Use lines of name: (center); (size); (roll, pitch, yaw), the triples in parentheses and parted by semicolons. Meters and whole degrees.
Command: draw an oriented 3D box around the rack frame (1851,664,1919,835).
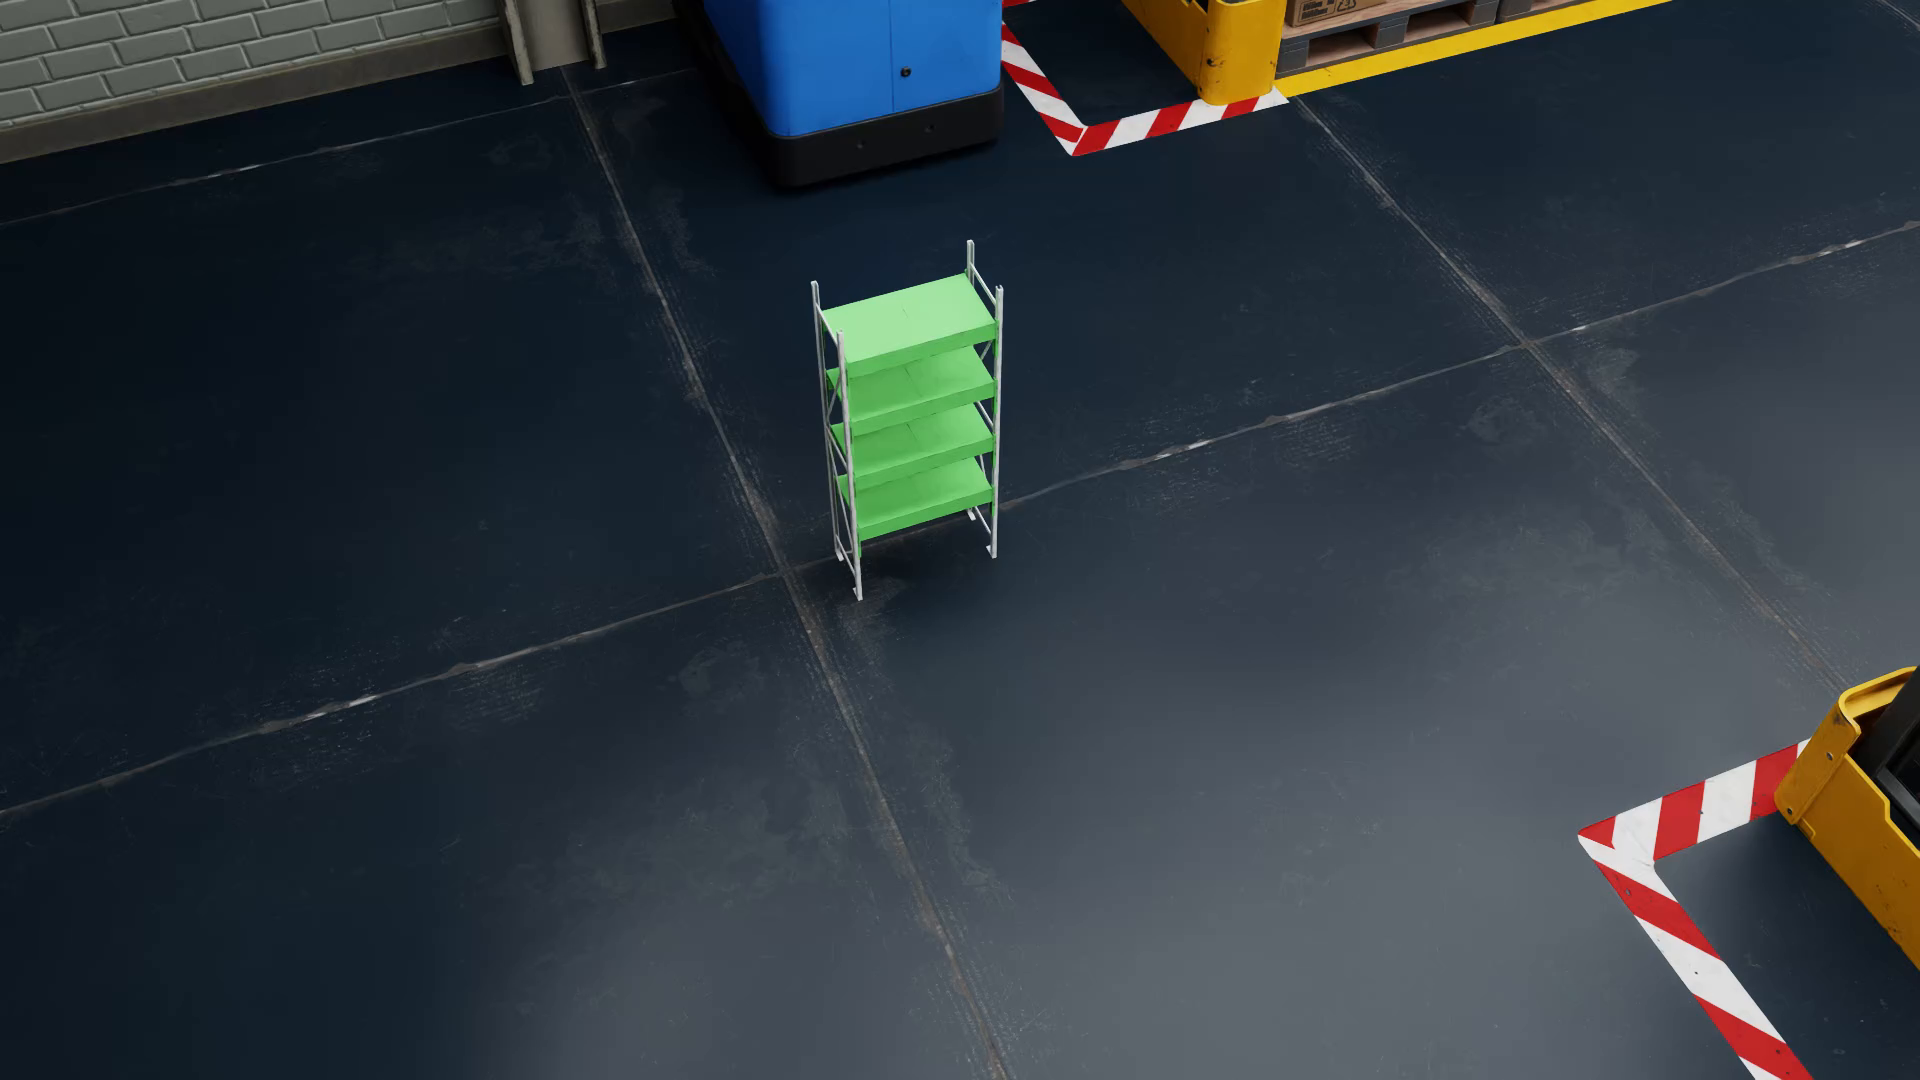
rack frame: (2.861, 0.150, 3.644); (0.127, 3.000, 1.000); (-17, 52, -14)

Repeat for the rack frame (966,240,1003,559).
rack frame: (0.073, -0.413, 5.314); (0.015, 1.200, 0.240); (-17, 52, -14)

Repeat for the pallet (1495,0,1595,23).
pallet: (2.917, -3.025, 8.209); (1.213, 0.211, 1.003); (-17, 52, -14)

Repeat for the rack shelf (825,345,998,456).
rack shelf: (-0.153, -0.458, 5.120); (0.480, 0.148, 0.258); (-17, 52, -14)

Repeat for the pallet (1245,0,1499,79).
pallet: (1.789, -2.678, 7.911); (1.213, 0.211, 1.003); (-17, 52, -14)

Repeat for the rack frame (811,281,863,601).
rack frame: (-0.379, -0.273, 5.194); (0.015, 1.200, 0.240); (-17, 52, -14)

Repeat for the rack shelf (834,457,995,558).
rack shelf: (-0.153, -0.145, 5.485); (0.480, 0.148, 0.258); (-17, 52, -14)

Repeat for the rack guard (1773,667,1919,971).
rack guard: (2.839, 0.971, 4.586); (0.348, 0.500, 1.175); (-17, 52, -14)

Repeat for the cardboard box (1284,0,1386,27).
cardboard box: (1.583, -2.768, 7.518); (0.637, 0.503, 0.797); (-19, 52, -16)

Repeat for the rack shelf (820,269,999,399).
rack shelf: (-0.153, -0.614, 4.938); (0.480, 0.148, 0.258); (-17, 52, -14)

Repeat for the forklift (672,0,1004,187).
forklift: (-0.824, -3.567, 6.882); (1.130, 2.935, 3.031); (-17, 51, -14)

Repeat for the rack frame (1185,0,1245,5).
rack frame: (0.981, -3.335, 6.637); (0.127, 3.000, 1.000); (-17, 52, -14)

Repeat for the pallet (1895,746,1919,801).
pallet: (3.572, 0.774, 4.946); (1.213, 0.211, 1.003); (-17, 52, -14)

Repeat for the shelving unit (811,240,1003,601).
shelving unit: (-0.153, -0.343, 5.254); (0.503, 1.200, 0.258); (-17, 52, -14)

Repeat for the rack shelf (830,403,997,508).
rack shelf: (-0.153, -0.302, 5.302); (0.480, 0.148, 0.258); (-17, 52, -14)

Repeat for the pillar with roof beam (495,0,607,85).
pillar with roof beam: (-0.228, -2.126, 1.644); (0.400, 9.000, 9.100); (-17, 52, -14)

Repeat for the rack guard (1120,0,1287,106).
rack guard: (1.052, -2.543, 7.604); (0.348, 0.500, 1.175); (-17, 52, -14)
